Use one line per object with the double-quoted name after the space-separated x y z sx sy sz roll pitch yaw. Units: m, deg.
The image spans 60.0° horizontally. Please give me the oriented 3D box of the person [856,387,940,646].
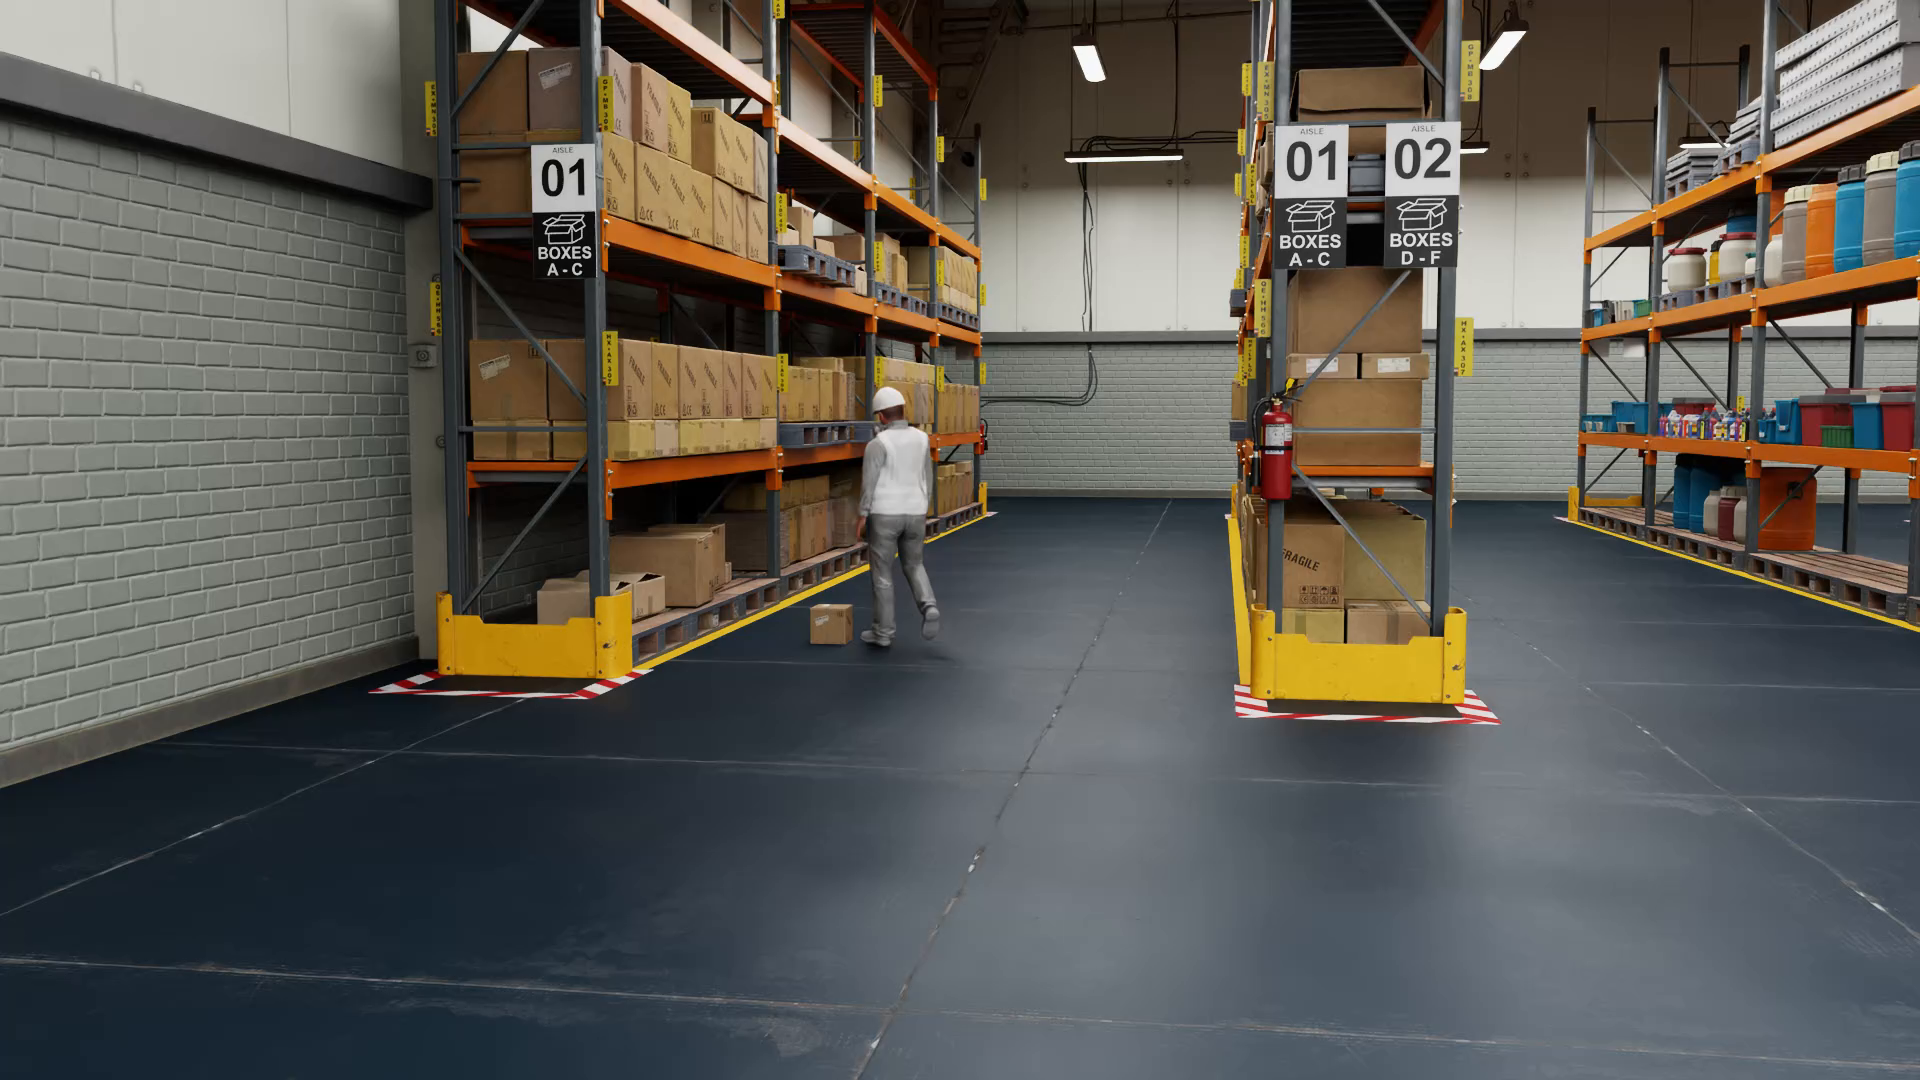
-0.437 -0.162 11.393 0.566 1.769 0.562 -3 5 -36 "person"
